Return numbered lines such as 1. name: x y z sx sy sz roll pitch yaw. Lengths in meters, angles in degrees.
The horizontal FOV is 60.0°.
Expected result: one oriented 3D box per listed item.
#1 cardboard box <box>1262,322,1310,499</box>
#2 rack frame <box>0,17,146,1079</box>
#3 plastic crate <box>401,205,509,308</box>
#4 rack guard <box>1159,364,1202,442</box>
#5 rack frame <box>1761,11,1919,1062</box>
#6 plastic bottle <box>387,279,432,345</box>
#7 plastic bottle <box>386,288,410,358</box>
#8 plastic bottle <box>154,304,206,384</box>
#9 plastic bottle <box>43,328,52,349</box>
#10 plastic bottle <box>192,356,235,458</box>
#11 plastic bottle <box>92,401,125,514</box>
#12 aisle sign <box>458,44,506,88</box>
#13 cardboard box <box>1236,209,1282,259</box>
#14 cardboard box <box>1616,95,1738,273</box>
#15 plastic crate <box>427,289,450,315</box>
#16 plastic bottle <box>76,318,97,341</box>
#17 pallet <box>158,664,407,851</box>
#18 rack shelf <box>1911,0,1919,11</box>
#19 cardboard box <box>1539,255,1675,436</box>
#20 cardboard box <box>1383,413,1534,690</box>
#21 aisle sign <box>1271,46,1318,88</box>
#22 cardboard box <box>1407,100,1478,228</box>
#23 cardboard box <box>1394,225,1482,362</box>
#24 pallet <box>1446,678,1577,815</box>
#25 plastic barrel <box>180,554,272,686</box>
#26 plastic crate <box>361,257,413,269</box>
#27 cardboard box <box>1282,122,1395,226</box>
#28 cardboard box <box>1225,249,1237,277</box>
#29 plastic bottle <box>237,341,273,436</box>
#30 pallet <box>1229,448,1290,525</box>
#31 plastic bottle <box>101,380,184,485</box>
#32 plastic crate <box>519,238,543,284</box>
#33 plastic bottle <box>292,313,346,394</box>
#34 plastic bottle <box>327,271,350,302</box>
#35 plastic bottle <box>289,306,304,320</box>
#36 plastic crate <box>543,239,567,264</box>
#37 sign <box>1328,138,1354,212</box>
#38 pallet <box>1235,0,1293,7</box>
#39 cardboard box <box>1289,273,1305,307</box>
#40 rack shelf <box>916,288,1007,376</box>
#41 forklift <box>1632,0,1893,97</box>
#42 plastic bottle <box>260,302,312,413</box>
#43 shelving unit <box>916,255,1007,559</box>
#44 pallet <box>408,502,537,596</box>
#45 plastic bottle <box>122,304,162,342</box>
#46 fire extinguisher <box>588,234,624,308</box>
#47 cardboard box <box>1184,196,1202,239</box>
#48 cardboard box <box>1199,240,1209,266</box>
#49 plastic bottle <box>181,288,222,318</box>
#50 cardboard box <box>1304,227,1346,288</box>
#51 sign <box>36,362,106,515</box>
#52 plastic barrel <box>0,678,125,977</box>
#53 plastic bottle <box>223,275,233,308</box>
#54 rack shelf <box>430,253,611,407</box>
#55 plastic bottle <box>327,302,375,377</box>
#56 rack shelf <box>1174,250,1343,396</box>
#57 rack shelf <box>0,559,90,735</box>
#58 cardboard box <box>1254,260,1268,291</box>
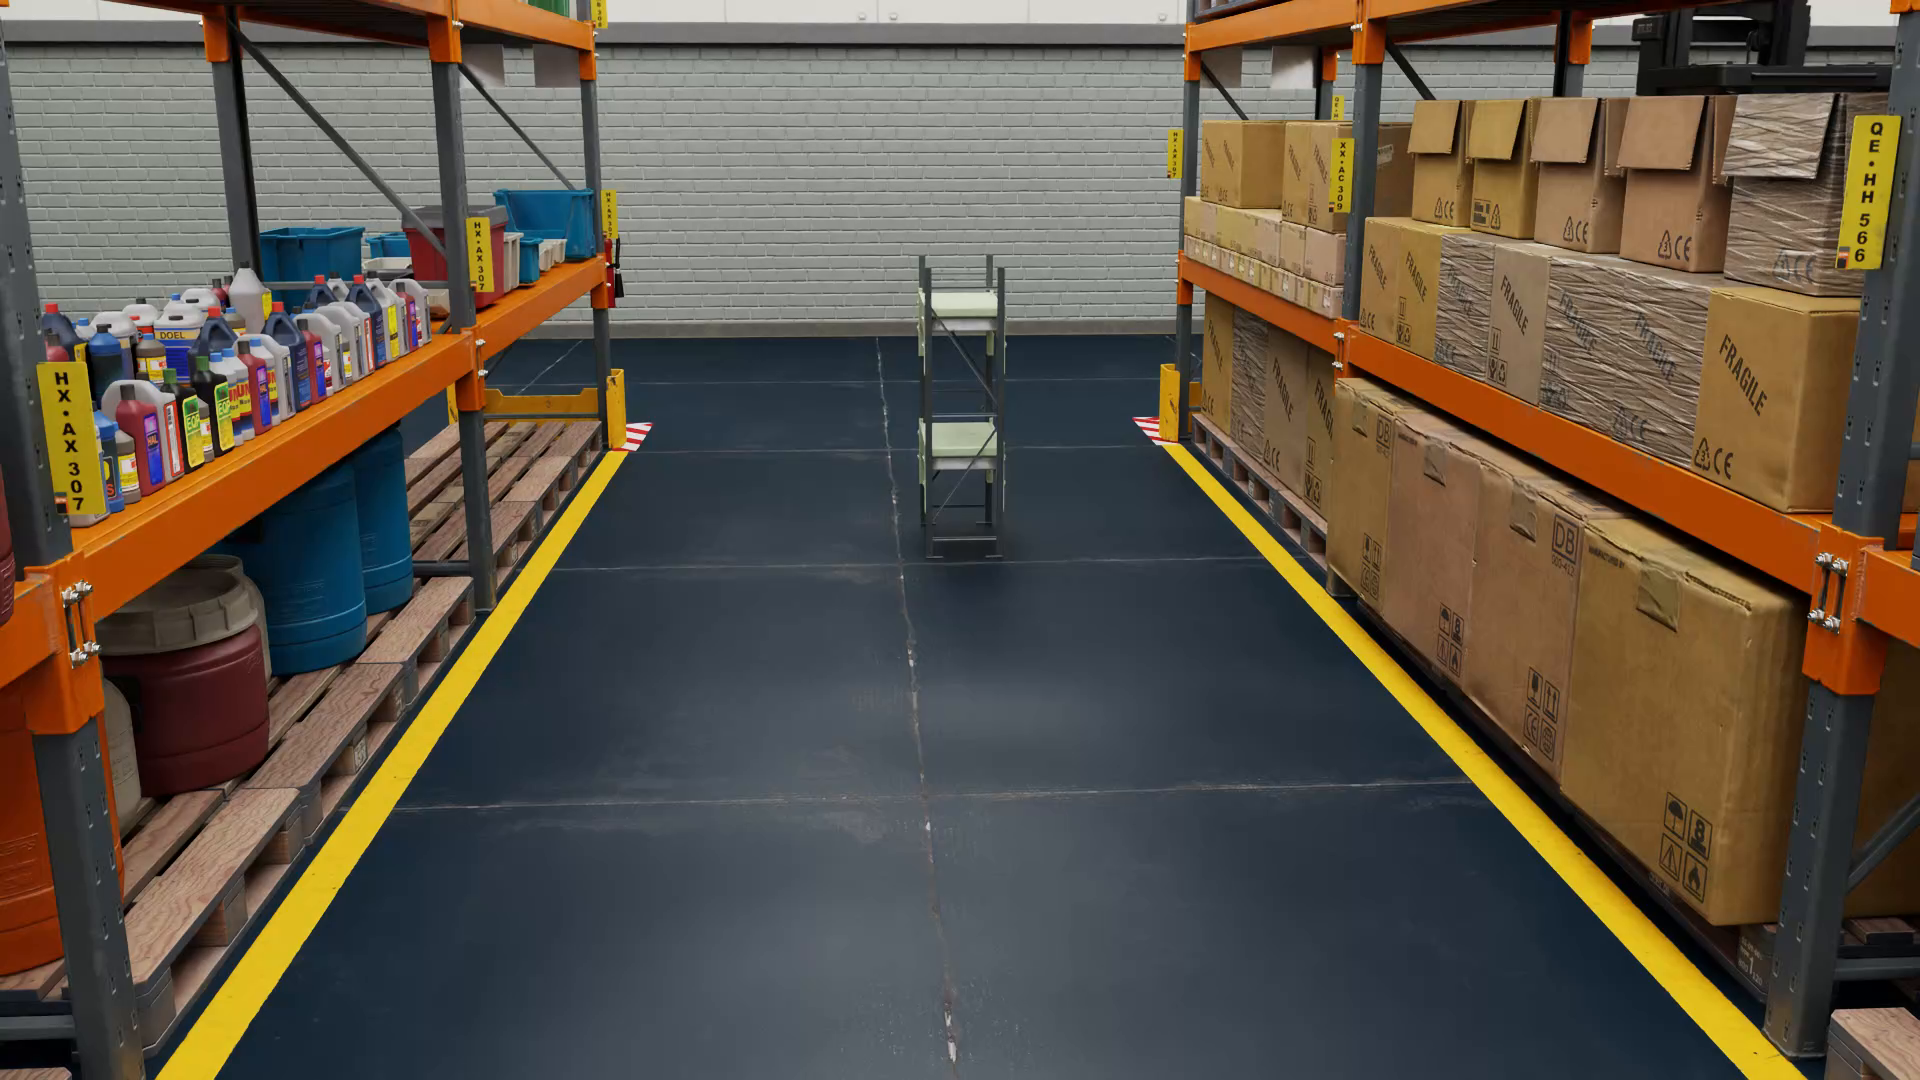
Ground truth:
1. cardboard box: 2.256 -0.758 9.376 0.875 0.875 0.875 -1 14 -3
2. rack frame: -2.419 -0.124 3.487 0.949 2.616 0.053 -1 14 -3
3. plastic crate: -2.475 -1.404 8.216 0.402 0.464 0.583 -1 14 -3
4. rack guard: 2.024 -0.985 11.852 1.175 0.500 0.348 -1 14 -3
5. rack frame: 2.521 -0.200 3.784 1.000 3.000 0.127 -1 14 -3
6. plastic bottle: -2.323 -0.965 7.007 0.152 0.276 0.135 -1 14 -3
7. plastic bottle: -2.301 -0.874 6.654 0.152 0.276 0.135 -1 14 -3
8. plastic bottle: -2.813 -0.709 6.013 0.152 0.276 0.135 -1 14 -3
9. plastic bottle: -2.903 -0.525 5.283 0.061 0.283 0.133 -1 14 -3
10. plastic bottle: -2.132 -0.386 4.742 0.061 0.283 0.133 -1 14 -3
11. plastic bottle: -2.106 -0.203 4.054 0.097 0.271 0.097 0 14 0
12. aisle sign: -3.219 -3.386 10.948 0.394 0.787 0.004 -1 14 -3
13. cardboard box: 1.890 -1.754 9.527 0.500 0.250 0.500 -1 14 -5
14. cardboard box: 2.454 -1.079 4.985 0.797 0.503 0.637 -1 14 -2
15. plastic crate: -2.556 -1.138 7.837 0.396 0.136 0.243 -1 14 -3
16. plastic bottle: -2.970 -0.618 5.666 0.097 0.271 0.097 0 14 0
17. pallet: -2.585 0.729 5.771 1.003 0.211 1.213 -1 14 -3
18. rack shelf: 2.645 -0.807 1.567 1.077 0.370 4.000 -1 14 -3
19. cardboard box: 2.183 -0.621 5.218 0.500 0.500 0.500 -1 14 -5
20. cardboard box: 2.389 0.012 6.382 1.225 0.875 0.875 -1 14 -5
21. aisle sign: 2.320 -3.471 11.281 0.394 0.787 0.004 -1 14 -3
22. cardboard box: 2.321 -1.570 6.896 0.797 0.503 0.637 -1 14 -5
23. cardboard box: 2.084 -1.000 6.693 0.500 0.500 0.500 -1 14 -3
24. pallet: 2.475 0.650 6.075 1.003 0.211 1.213 -1 14 -3
25. plastic barrel: -2.664 0.337 5.849 0.421 0.512 0.421 0 14 0
26. plastic crate: -3.078 -1.448 9.044 0.293 0.136 0.466 -1 14 -3
27. cardboard box: 1.951 -1.864 8.452 0.500 0.500 0.500 -1 14 -3
28. cardboard box: 1.800 -1.655 9.943 0.380 0.149 0.250 -1 14 -4
29. plastic bottle: -2.153 -0.468 5.059 0.061 0.283 0.133 -1 14 -3
30. pallet: 2.226 -0.339 9.920 1.003 0.211 1.213 -1 14 -3
31. plastic bottle: -2.155 -0.291 4.387 0.152 0.276 0.135 -1 14 -3
32. plastic crate: -2.535 -1.554 9.264 0.416 0.233 0.300 -1 14 -3
33. plastic bottle: -2.247 -0.658 5.813 0.152 0.276 0.135 -1 14 -3
34. plastic bottle: -2.431 -0.869 6.482 0.144 0.351 0.185 -1 14 -3
35. plastic bottle: -2.384 -0.707 6.012 0.097 0.271 0.097 0 14 0
36. plastic crate: -2.687 -1.815 10.468 0.396 0.136 0.243 -1 14 -3
37. sign: 1.719 -1.644 7.498 0.100 0.325 0.005 -1 14 -3
38. pallet: 2.160 -3.111 9.256 1.003 0.211 1.213 -1 14 -3
39. cardboard box: 1.895 -1.272 8.454 0.380 0.149 0.250 -1 14 -4
40. rack shelf: 0.000 -1.103 8.736 0.431 0.370 0.720 -1 14 -3
41. forklift: 4.548 -1.665 9.614 1.130 2.935 3.031 -1 14 -5
42. plastic bottle: -2.218 -0.597 5.426 0.144 0.351 0.185 -1 14 -3
43. shelving unit: 0.000 -0.725 8.833 0.431 1.500 0.755 -1 14 -3
44. pallet: -2.754 0.050 8.409 1.003 0.211 1.213 -1 14 -3
45. plastic bottle: -2.964 -0.707 6.004 0.152 0.276 0.135 -1 14 -3
46. fire extinguisher: -2.474 -1.940 11.449 0.296 0.674 0.183 -1 14 -3
47. cardboard box: 1.786 -2.138 11.018 0.500 0.250 0.500 -1 14 -5
48. cardboard box: 1.752 -1.847 10.690 0.380 0.149 0.250 -1 14 -5
49. plastic bottle: -2.999 -0.846 6.545 0.152 0.276 0.135 -1 14 -3
50. cardboard box: 1.984 -1.372 8.043 0.500 0.250 0.500 -1 14 -4
51. sign: -1.874 -0.213 3.507 0.100 0.325 0.005 -1 14 -3
52. plastic barrel: -2.470 0.603 4.177 0.600 0.830 0.708 -1 14 -3
53. plastic bottle: -3.073 -0.964 6.988 0.061 0.283 0.133 -1 14 -3
54. rack shelf: -2.794 -1.267 9.376 1.077 0.370 4.000 -1 14 -3
55. plastic bottle: -2.269 -0.749 6.167 0.152 0.276 0.135 -1 14 -3
56. rack shelf: 2.149 -1.344 9.673 1.077 0.370 4.000 -1 14 -3
57. rack shelf: -2.298 0.722 1.644 1.077 0.370 4.000 -1 14 -3
58. cardboard box: 1.847 -1.464 9.199 0.380 0.149 0.250 -1 14 -4
